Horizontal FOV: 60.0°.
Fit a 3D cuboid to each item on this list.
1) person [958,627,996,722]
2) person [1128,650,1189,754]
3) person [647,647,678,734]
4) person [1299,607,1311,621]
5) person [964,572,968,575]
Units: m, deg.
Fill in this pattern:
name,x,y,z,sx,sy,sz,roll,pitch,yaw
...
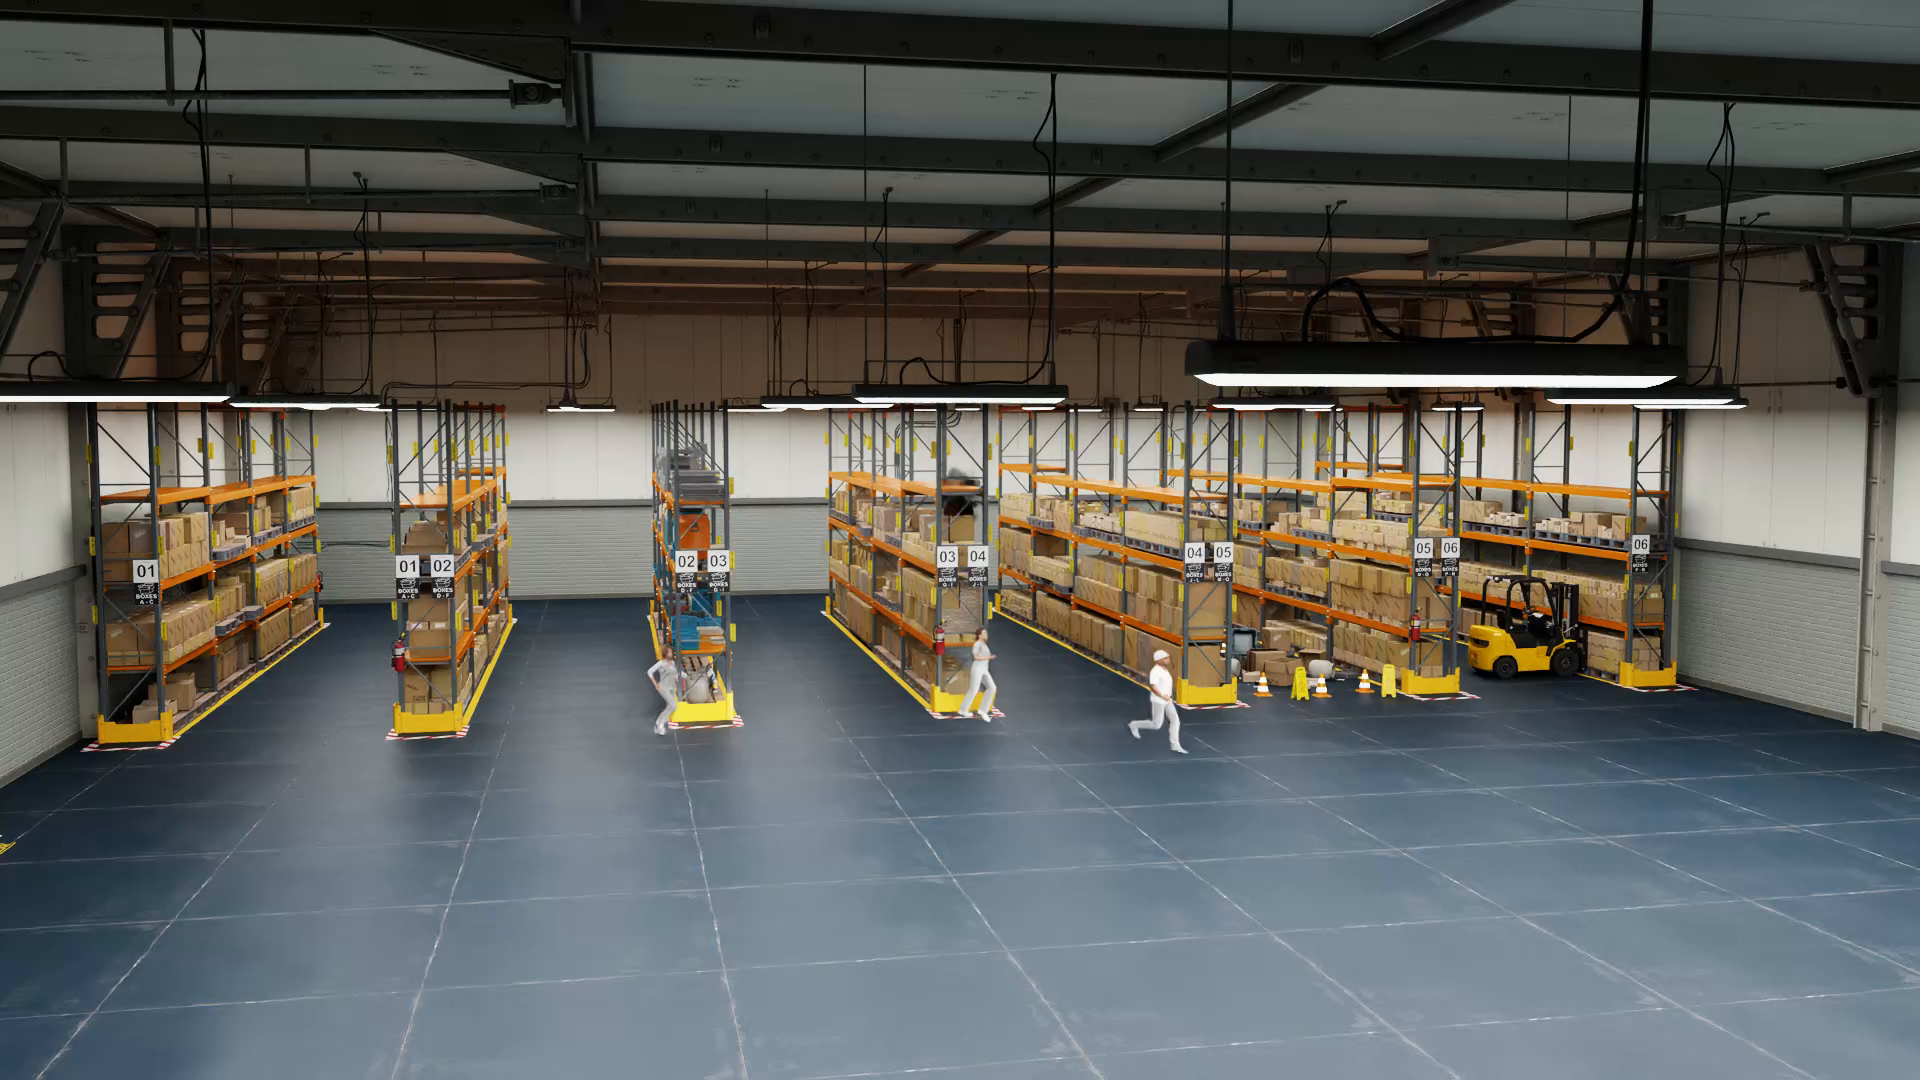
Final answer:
name,x,y,z,sx,sy,sz,roll,pitch,yaw
person,0.360,2.449,30.420,0.720,1.710,0.567,2,5,27
person,3.385,2.747,28.276,1.035,1.751,0.678,2,5,28
person,-5.238,2.695,29.785,0.530,1.547,0.538,2,5,24
person,9.280,1.454,45.031,0.626,1.801,1.150,-1,4,-11
person,0.242,1.470,46.357,0.538,1.536,0.545,-1,4,-7
